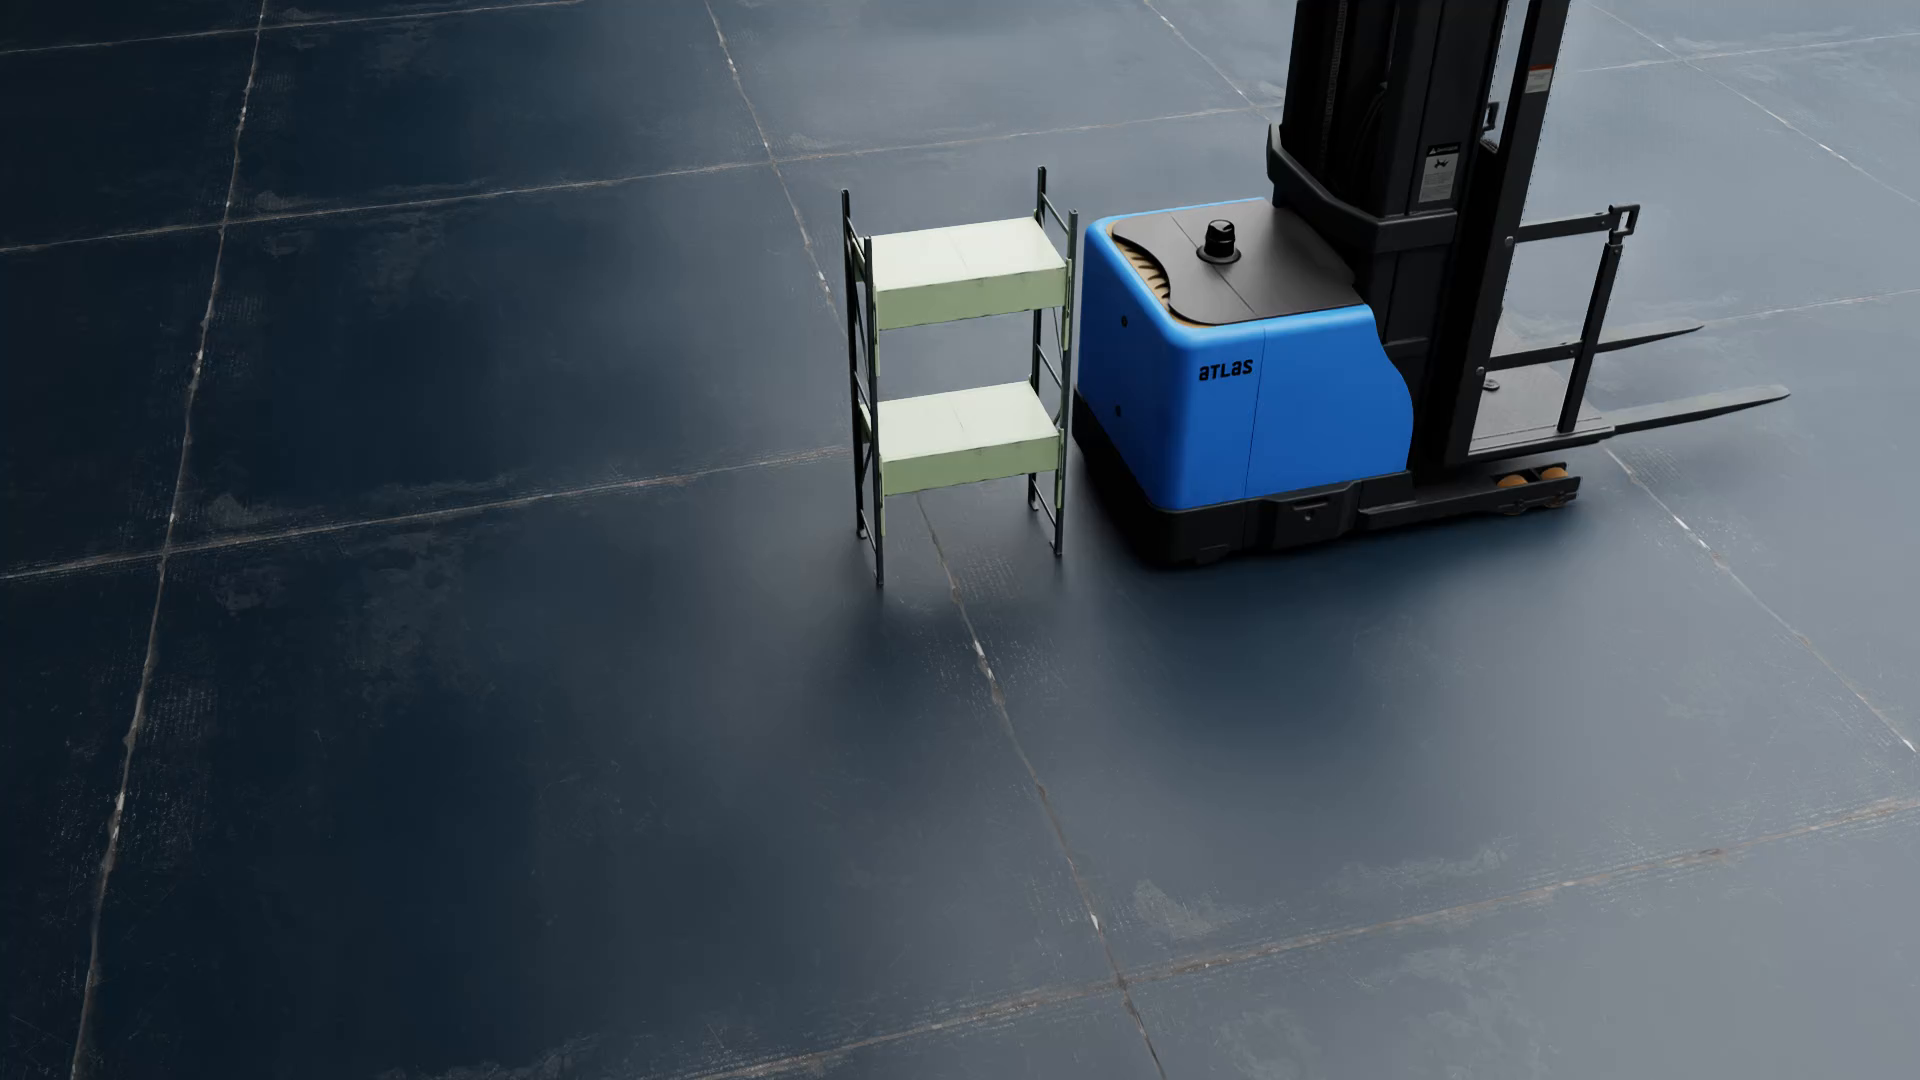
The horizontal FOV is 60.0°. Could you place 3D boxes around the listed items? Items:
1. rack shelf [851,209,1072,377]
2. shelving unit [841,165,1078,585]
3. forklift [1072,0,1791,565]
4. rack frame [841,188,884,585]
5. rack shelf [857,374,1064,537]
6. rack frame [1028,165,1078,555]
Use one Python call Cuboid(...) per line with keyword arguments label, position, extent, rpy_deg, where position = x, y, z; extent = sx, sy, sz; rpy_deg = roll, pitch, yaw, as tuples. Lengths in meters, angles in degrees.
Cuboid(label="rack shelf", position=(-0.006, -0.905, 6.056), extent=(0.720, 0.370, 0.431), rpy_deg=(-9, 38, -12))
Cuboid(label="shelving unit", position=(-0.006, -0.595, 6.293), extent=(0.755, 1.500, 0.431), rpy_deg=(-9, 38, -12))
Cuboid(label="forklift", position=(2.061, -1.565, 6.383), extent=(3.031, 2.935, 1.130), rpy_deg=(-10, 39, -13))
Cuboid(label="rack frame", position=(-0.360, -0.537, 6.217), extent=(0.023, 1.500, 0.400), rpy_deg=(-9, 38, -12))
Cuboid(label="rack shelf", position=(-0.006, -0.336, 6.491), extent=(0.720, 0.370, 0.431), rpy_deg=(-9, 38, -12))
Cuboid(label="rack frame", position=(0.347, -0.653, 6.369), extent=(0.023, 1.500, 0.400), rpy_deg=(-9, 38, -12))
